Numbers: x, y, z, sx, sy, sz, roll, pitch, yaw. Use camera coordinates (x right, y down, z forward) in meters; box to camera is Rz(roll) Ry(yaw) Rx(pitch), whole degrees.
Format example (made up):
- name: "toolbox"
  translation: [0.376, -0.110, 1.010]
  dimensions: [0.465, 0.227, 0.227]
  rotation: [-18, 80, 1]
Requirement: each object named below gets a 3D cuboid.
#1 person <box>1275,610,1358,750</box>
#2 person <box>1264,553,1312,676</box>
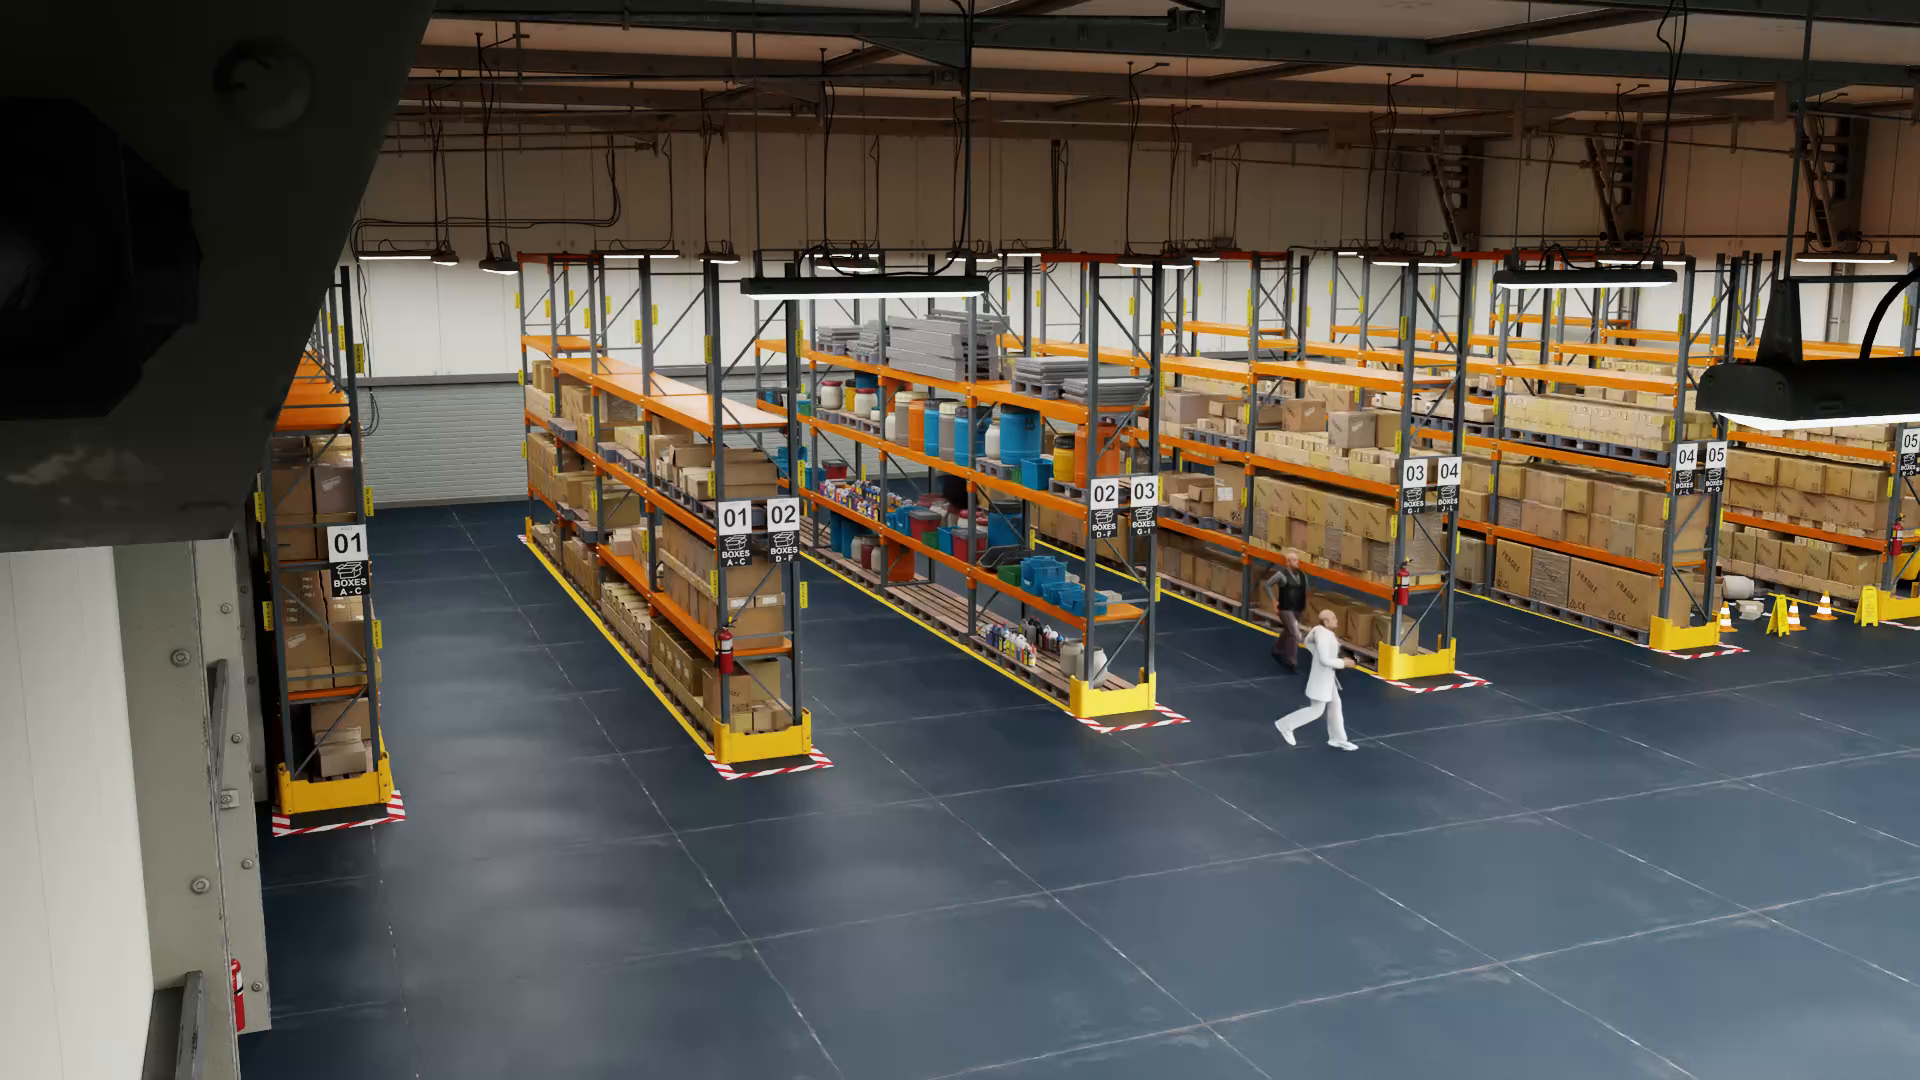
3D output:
- name: "person"
  translation: [4.446, 1.736, 20.636]
  dimensions: [1.041, 1.790, 0.717]
  rotation: [2, 10, 9]
- name: "person"
  translation: [4.846, 1.065, 24.423]
  dimensions: [0.631, 1.775, 0.785]
  rotation: [-7, 13, -35]
